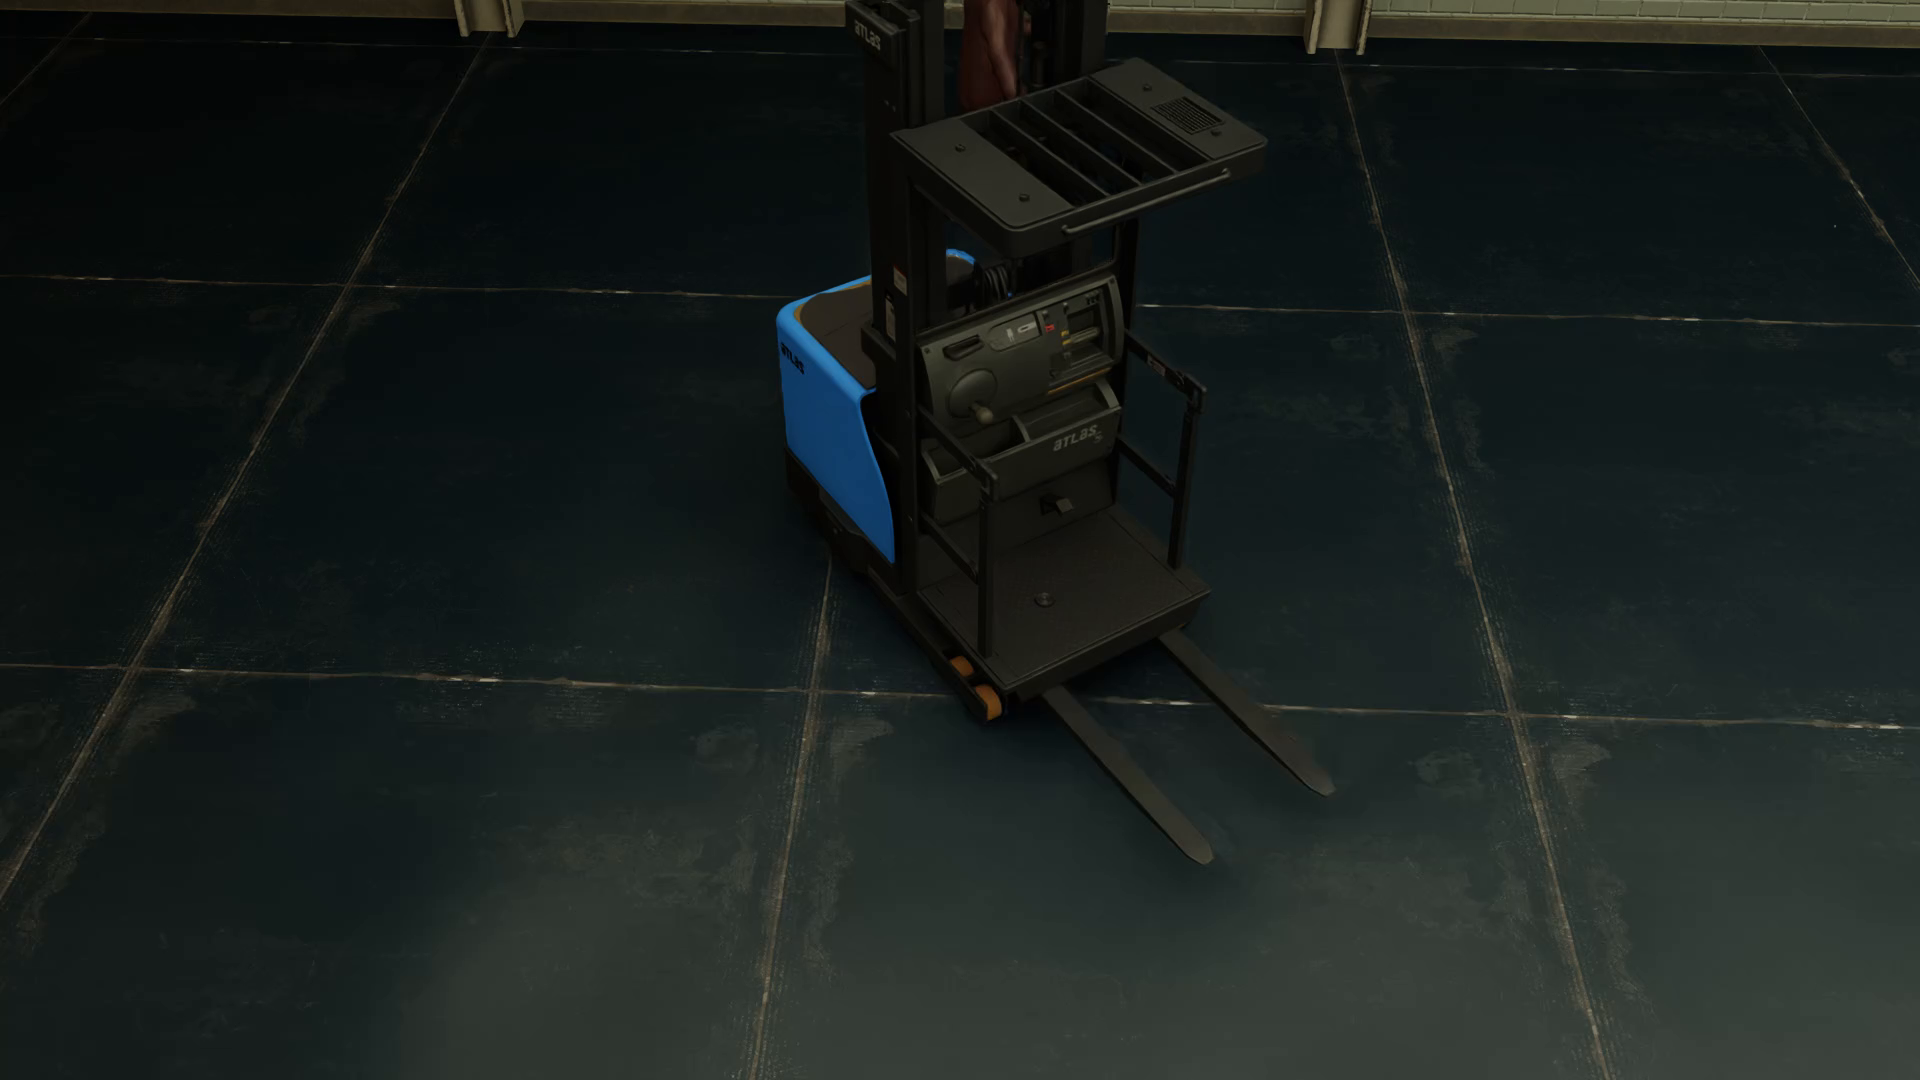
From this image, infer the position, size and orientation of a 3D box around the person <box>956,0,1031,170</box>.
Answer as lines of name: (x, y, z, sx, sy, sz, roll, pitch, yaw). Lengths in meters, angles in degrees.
person: (0.322, -2.558, 9.651, 0.897, 1.481, 0.884, -23, 47, -23)

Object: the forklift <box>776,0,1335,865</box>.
forklift: (0.375, -0.676, 6.483, 1.130, 2.935, 3.031, -23, 47, -24)
